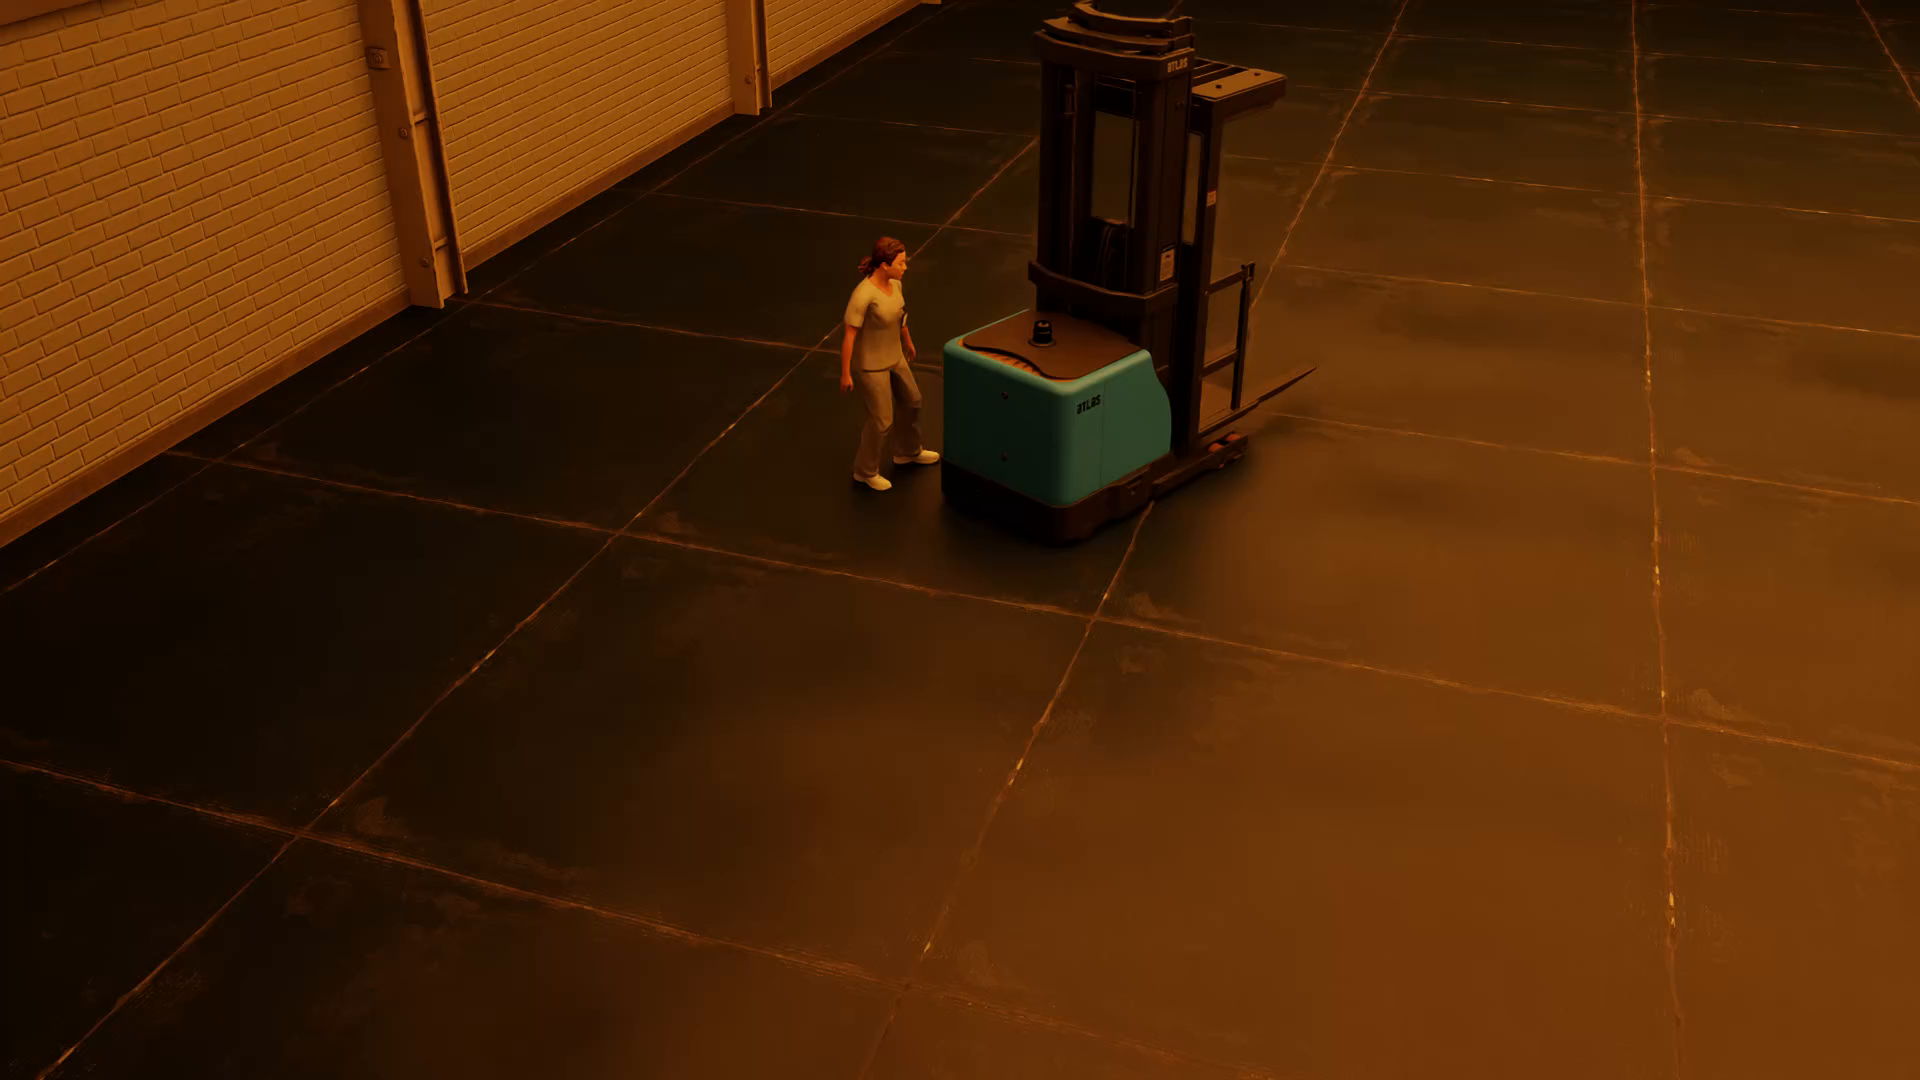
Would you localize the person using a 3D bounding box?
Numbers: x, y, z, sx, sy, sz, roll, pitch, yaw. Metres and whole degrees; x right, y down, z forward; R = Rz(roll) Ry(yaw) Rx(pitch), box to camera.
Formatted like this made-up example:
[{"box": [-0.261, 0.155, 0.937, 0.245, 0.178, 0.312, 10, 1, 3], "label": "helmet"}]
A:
[{"box": [-0.471, -1.126, 10.416, 0.365, 1.648, 0.759, 16, 34, 26], "label": "person"}]

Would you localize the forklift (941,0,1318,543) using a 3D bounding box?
[{"box": [1.260, -1.895, 10.461, 1.130, 2.935, 3.031, 25, 38, 37], "label": "forklift"}]
